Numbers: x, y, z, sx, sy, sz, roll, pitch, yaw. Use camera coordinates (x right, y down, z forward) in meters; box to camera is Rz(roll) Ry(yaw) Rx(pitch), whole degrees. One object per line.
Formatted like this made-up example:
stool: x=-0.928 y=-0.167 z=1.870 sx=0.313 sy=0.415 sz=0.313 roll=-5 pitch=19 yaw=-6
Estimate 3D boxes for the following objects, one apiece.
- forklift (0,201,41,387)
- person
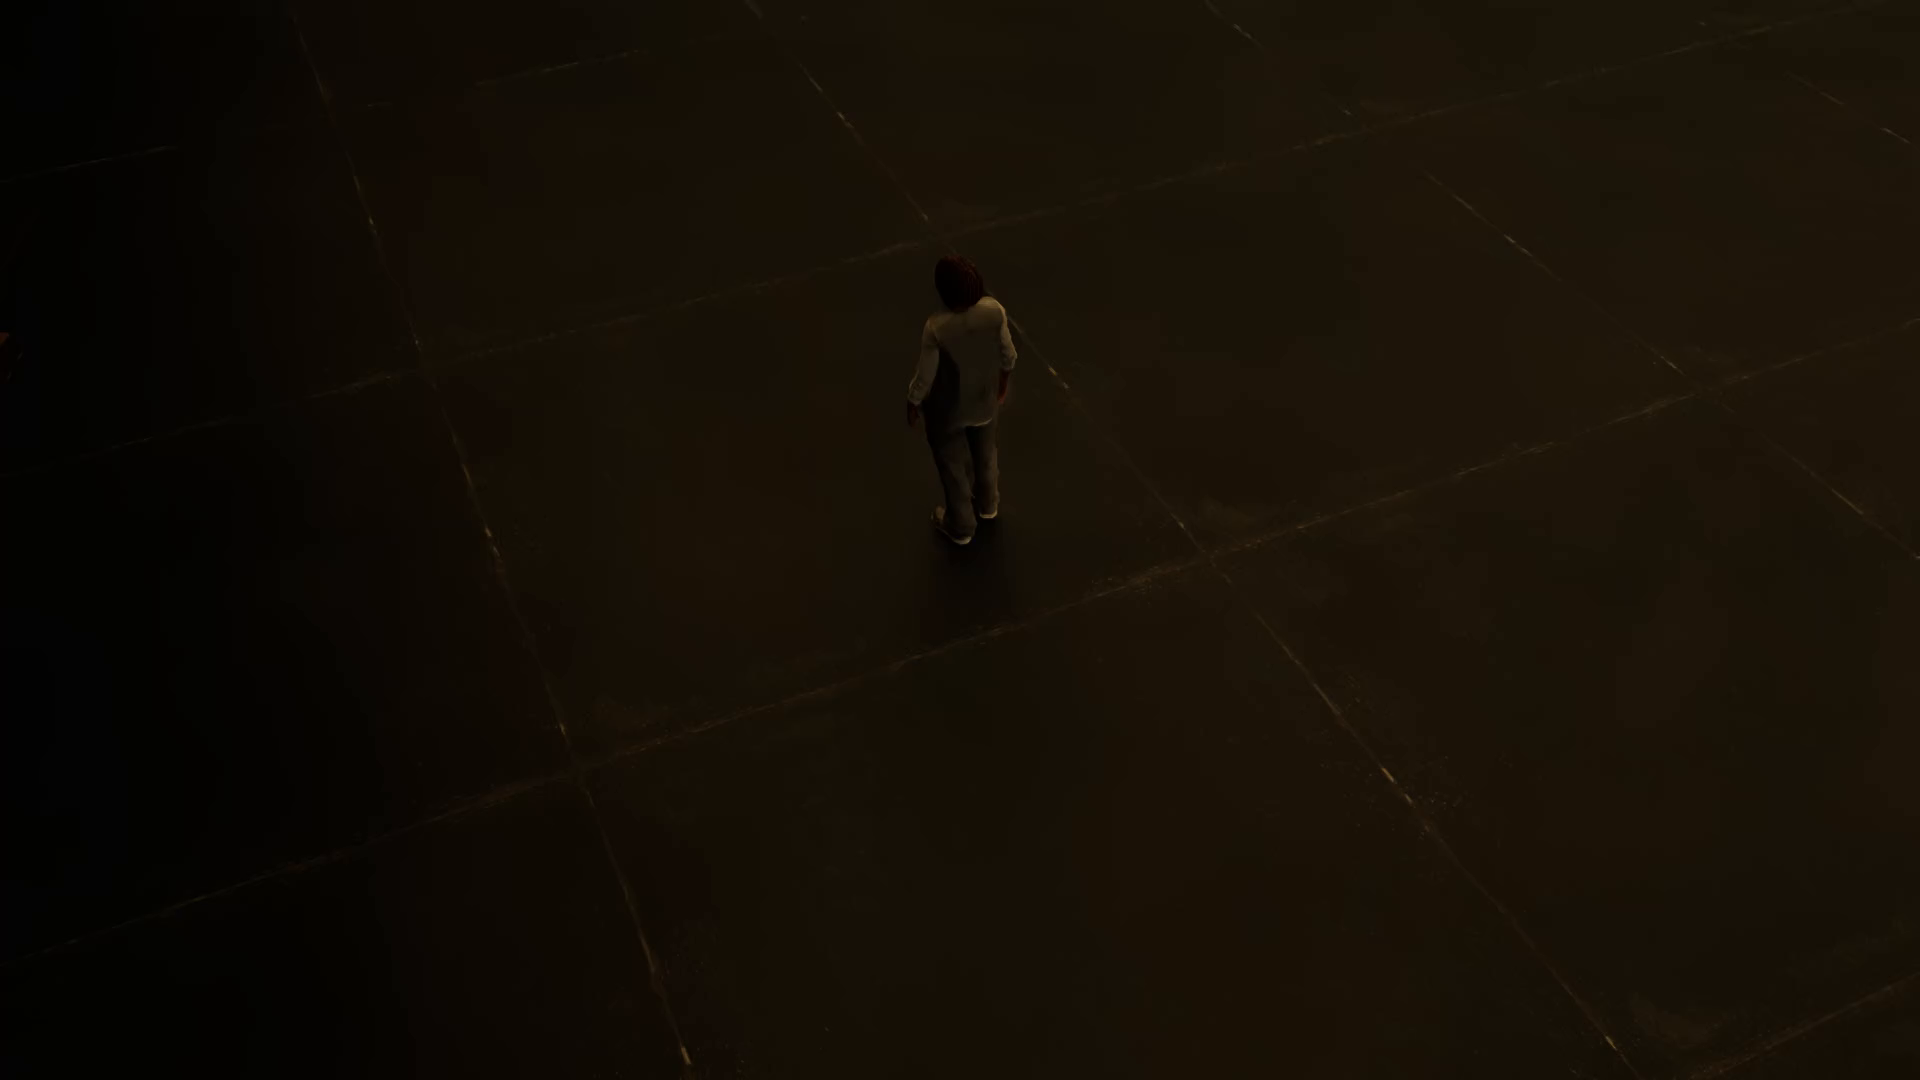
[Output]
forklift: x=-5.517 y=-1.818 z=7.628 sx=1.130 sy=2.935 sz=3.031 roll=-3 pitch=43 yaw=-4
person: x=-0.019 y=-0.638 z=7.333 sx=0.521 sy=1.594 sz=0.474 roll=-18 pitch=46 yaw=-18
